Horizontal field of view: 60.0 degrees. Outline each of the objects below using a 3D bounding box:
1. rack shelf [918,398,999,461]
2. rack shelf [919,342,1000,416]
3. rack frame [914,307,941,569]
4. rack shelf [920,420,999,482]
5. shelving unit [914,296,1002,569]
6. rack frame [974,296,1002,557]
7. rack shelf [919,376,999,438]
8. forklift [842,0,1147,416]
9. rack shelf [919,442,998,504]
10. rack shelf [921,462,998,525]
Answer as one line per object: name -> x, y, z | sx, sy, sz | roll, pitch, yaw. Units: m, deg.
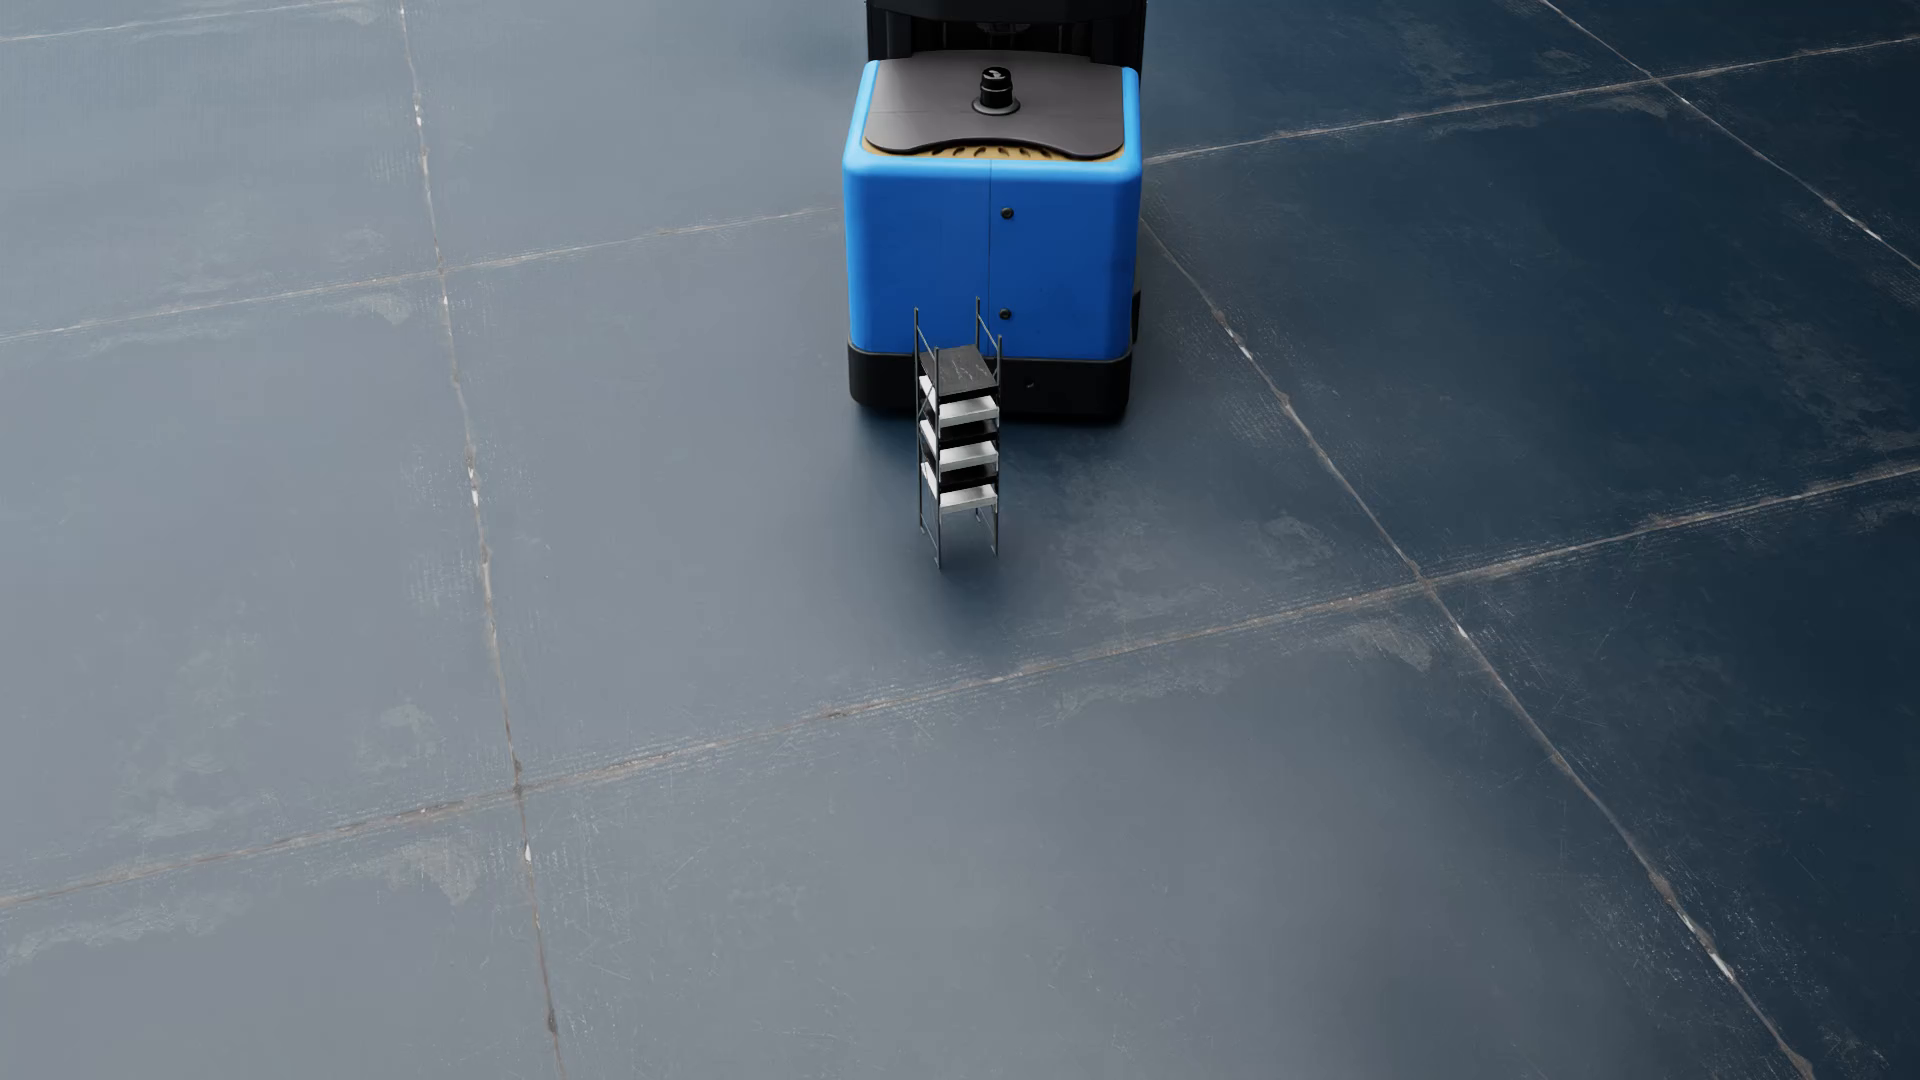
rack shelf -> -0.008, -0.380, 5.415 | 0.200, 0.077, 0.258 | -12, 42, -13
rack shelf -> -0.008, -0.516, 5.296 | 0.200, 0.077, 0.258 | -12, 42, -13
rack frame -> -0.105, -0.317, 5.429 | 0.006, 0.900, 0.240 | -12, 42, -13
rack shelf -> -0.008, -0.312, 5.474 | 0.200, 0.077, 0.258 | -12, 42, -13
shelving unit -> -0.008, -0.337, 5.452 | 0.210, 0.900, 0.258 | -12, 42, -13
rack frame -> 0.089, -0.357, 5.475 | 0.006, 0.900, 0.240 | -12, 42, -13
rack shelf -> -0.008, -0.448, 5.356 | 0.200, 0.077, 0.258 | -12, 42, -13
forklift -> 0.194, -2.522, 6.409 | 1.130, 2.935, 3.031 | 2, 41, 3
rack shelf -> -0.008, -0.244, 5.533 | 0.200, 0.077, 0.258 | -12, 42, -13
rack shelf -> -0.008, -0.177, 5.592 | 0.200, 0.077, 0.258 | -12, 42, -13
